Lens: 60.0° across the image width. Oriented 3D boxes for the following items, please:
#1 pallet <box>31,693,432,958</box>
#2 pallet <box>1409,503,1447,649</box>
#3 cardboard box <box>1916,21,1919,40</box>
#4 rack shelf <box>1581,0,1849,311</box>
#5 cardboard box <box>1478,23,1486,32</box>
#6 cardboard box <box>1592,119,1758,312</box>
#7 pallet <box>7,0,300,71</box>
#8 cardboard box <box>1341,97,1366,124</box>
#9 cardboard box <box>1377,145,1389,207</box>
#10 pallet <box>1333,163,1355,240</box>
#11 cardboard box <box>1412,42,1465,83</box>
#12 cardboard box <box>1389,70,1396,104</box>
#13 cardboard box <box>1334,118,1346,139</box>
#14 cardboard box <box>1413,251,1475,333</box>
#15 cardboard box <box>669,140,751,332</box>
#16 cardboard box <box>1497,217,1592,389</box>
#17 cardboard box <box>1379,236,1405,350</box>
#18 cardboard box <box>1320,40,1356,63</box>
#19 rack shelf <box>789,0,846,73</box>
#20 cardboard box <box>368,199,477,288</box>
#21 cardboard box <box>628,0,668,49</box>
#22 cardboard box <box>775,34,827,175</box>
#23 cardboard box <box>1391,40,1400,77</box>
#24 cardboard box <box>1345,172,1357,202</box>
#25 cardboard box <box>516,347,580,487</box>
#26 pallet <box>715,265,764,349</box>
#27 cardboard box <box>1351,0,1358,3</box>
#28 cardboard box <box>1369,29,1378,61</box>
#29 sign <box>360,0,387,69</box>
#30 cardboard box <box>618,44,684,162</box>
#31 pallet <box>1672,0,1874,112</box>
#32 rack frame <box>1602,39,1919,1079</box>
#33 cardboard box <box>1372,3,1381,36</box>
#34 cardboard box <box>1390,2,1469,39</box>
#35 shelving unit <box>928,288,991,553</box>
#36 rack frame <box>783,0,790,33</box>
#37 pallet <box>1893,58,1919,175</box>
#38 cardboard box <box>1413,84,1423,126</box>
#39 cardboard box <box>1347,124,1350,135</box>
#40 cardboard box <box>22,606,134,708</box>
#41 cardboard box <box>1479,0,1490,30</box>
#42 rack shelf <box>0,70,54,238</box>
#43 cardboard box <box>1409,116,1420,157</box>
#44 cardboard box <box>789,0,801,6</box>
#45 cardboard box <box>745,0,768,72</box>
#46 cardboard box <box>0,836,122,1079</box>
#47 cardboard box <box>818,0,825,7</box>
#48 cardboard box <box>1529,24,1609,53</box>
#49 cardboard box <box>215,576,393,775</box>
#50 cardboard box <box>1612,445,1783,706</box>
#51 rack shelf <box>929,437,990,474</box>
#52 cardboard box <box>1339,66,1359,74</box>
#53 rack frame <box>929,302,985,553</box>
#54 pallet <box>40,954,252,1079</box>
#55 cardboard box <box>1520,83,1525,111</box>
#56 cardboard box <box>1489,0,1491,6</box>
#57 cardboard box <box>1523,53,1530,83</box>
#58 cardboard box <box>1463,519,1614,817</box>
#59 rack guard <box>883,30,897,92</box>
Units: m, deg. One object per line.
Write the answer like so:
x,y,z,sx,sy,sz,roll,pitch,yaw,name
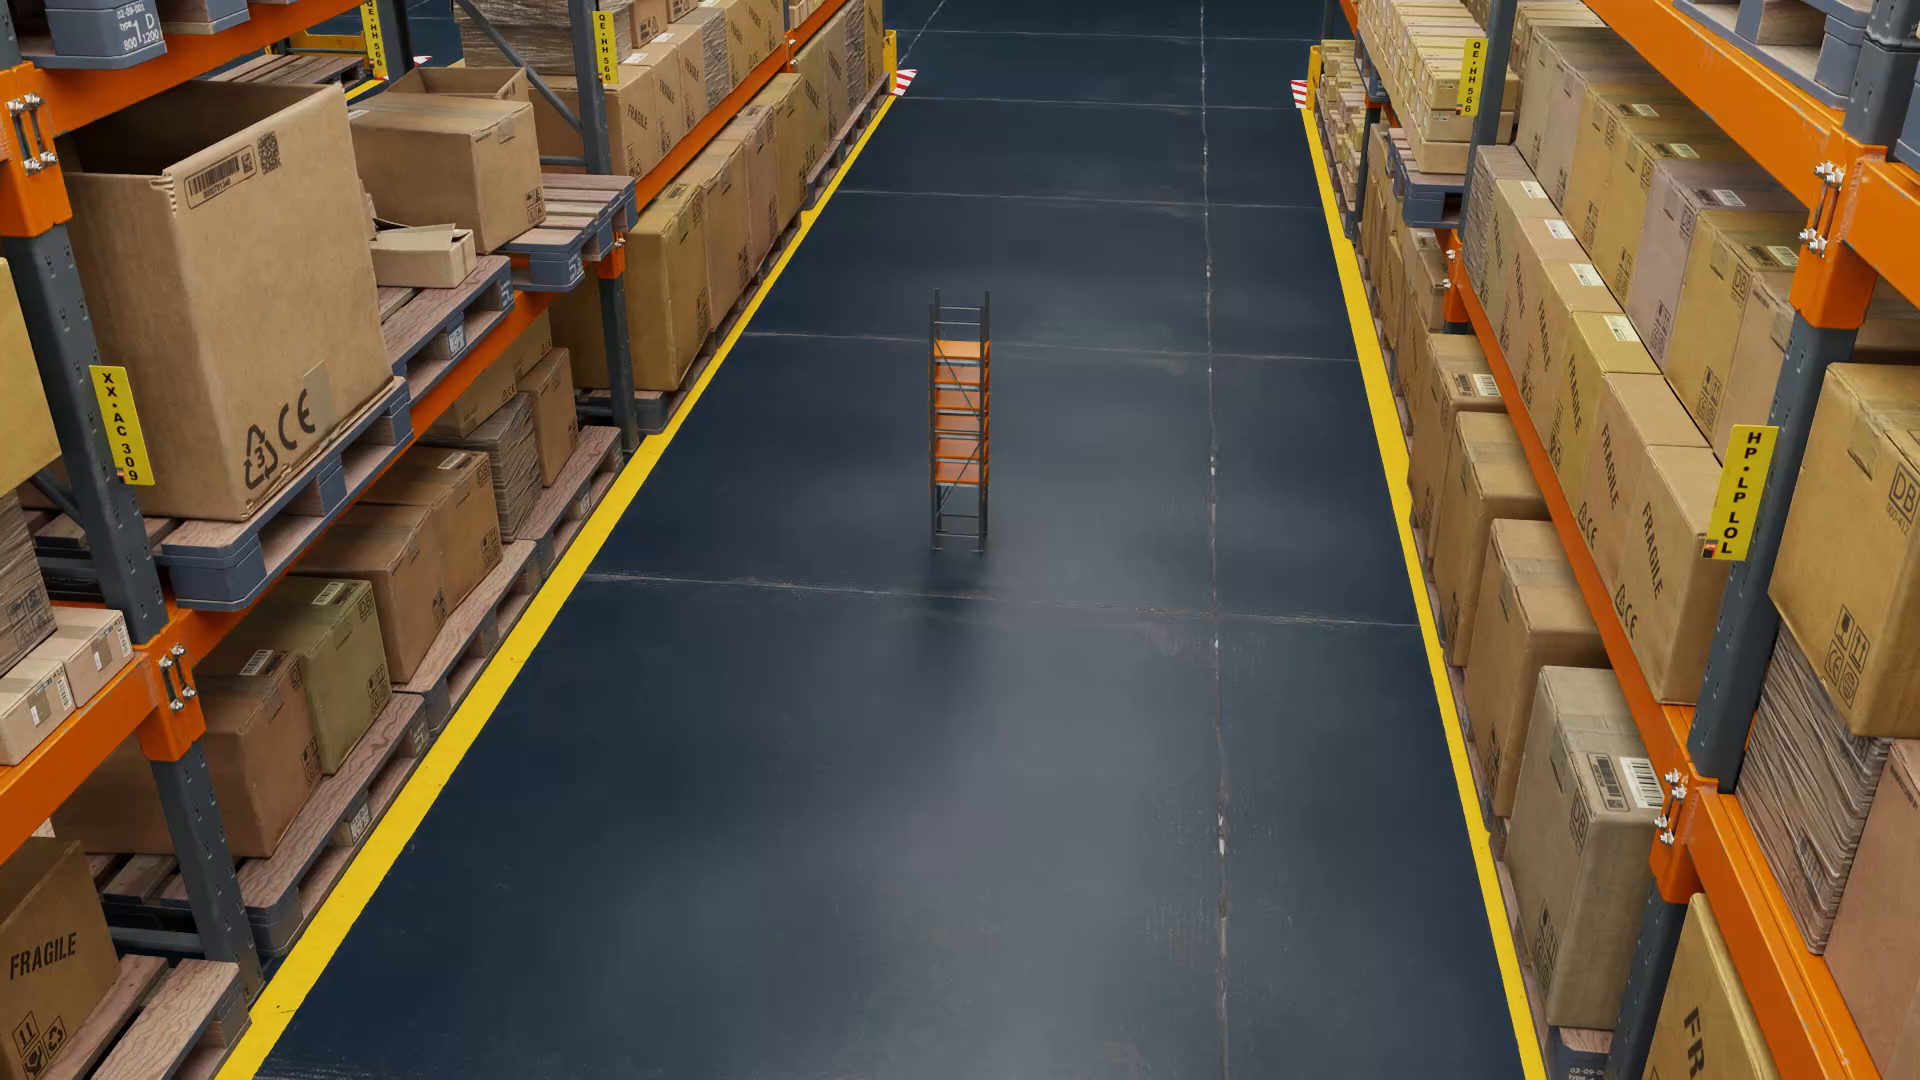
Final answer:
-2.569,0.927,5.807,1.003,0.211,1.213,3,28,6,pallet
2.566,0.113,7.318,1.003,0.211,1.213,3,28,6,pallet
1.865,-0.886,2.786,0.380,0.149,0.250,3,28,5,cardboard box
2.493,-1.544,5.049,1.077,0.370,4.000,3,28,6,rack shelf
3.312,-3.001,9.979,0.380,0.149,0.250,3,28,6,cardboard box
2.489,-1.035,5.348,0.700,0.500,0.500,3,28,6,cardboard box
-2.481,-1.457,4.327,1.213,0.211,1.003,3,28,6,pallet
3.079,-3.229,12.517,0.380,0.149,0.250,2,28,4,cardboard box
2.812,-2.196,10.065,0.500,0.250,0.500,4,29,8,cardboard box
3.275,-2.455,12.084,1.003,0.211,1.213,3,28,6,pallet
2.408,-2.316,8.082,0.380,0.149,0.250,4,29,8,cardboard box
2.504,-2.418,8.898,0.380,0.149,0.250,4,29,8,cardboard box
3.160,-3.220,13.127,0.380,0.149,0.250,3,28,6,cardboard box
2.561,-1.233,8.279,0.500,0.250,0.500,3,28,5,cardboard box
-1.951,-1.810,9.744,1.225,0.875,0.875,3,29,6,cardboard box
2.293,-0.853,6.065,0.500,0.500,0.500,3,28,6,cardboard box
2.675,-1.385,9.351,0.500,0.500,0.500,2,28,4,cardboard box
3.316,-4.212,14.342,0.380,0.149,0.250,2,28,4,cardboard box
-1.437,-4.325,13.374,1.077,0.370,4.000,3,28,6,rack shelf
-2.109,-1.142,6.407,0.396,0.266,0.258,3,28,5,cardboard box
-1.984,-2.953,8.905,0.797,0.503,0.637,4,29,7,cardboard box
-1.522,-3.256,12.428,0.875,0.875,0.875,3,28,6,cardboard box
2.502,-2.553,8.835,0.380,0.149,0.250,4,29,7,cardboard box
2.938,-2.499,11.788,0.380,0.149,0.250,4,29,7,cardboard box
-2.235,-0.594,7.862,0.700,0.500,0.500,2,28,4,cardboard box
-1.849,-1.529,10.366,1.003,0.211,1.213,3,28,6,pallet
3.151,-4.142,12.540,0.380,0.149,0.250,4,29,7,cardboard box
2.628,-2.914,9.818,0.380,0.149,0.250,4,29,7,cardboard box
-2.724,-2.358,7.743,0.100,0.325,0.005,3,28,6,sign
-1.782,-2.317,8.783,0.500,0.500,0.500,3,28,5,cardboard box
2.311,-1.269,3.983,0.805,0.209,1.217,2,28,4,pallet
2.247,0.401,3.842,1.000,3.000,0.127,3,28,6,rack frame
2.631,-3.045,9.748,0.380,0.149,0.250,2,28,4,cardboard box
2.536,-2.806,8.991,0.380,0.149,0.250,4,29,8,cardboard box
-0.002,-0.521,7.453,0.258,1.200,0.189,3,28,6,shelving unit
-1.682,-3.700,11.456,1.000,3.000,0.127,3,28,6,rack frame
2.137,-0.496,2.438,1.003,0.211,1.213,3,28,6,pallet
2.377,-2.071,7.941,0.380,0.149,0.250,4,29,8,cardboard box
3.127,-3.081,12.555,0.380,0.149,0.250,4,29,7,cardboard box
-2.397,0.294,4.306,0.380,0.149,0.250,3,28,6,cardboard box
3.311,-3.130,9.906,0.380,0.149,0.250,5,29,8,cardboard box
-2.908,0.003,2.177,1.077,0.370,4.000,3,28,6,rack shelf
2.374,-1.931,7.995,0.380,0.149,0.250,3,28,6,cardboard box
-1.365,-3.971,11.803,0.500,0.250,0.500,3,28,5,cardboard box
-1.536,-3.276,10.562,0.500,0.500,0.500,4,29,8,cardboard box
-2.751,1.167,4.614,0.500,0.500,0.500,3,28,5,cardboard box
-1.222,-4.081,12.427,0.380,0.149,0.250,3,28,5,cardboard box
3.116,-2.518,8.456,0.380,0.149,0.250,5,29,9,cardboard box
-2.489,0.461,5.903,0.700,0.500,0.500,3,28,6,cardboard box
2.046,0.096,4.303,0.500,0.500,0.500,3,28,6,cardboard box
-0.002,-0.377,7.531,0.258,0.103,0.180,3,28,6,rack shelf
3.252,-3.713,13.414,0.380,0.149,0.250,4,29,8,cardboard box
-0.013,-0.478,7.373,0.240,1.200,0.006,3,28,6,rack frame
-2.710,1.611,4.536,1.003,0.211,1.213,3,28,6,pallet
3.120,-2.261,8.605,0.380,0.149,0.250,4,29,8,cardboard box
3.275,-3.129,9.590,0.380,0.149,0.250,3,28,6,cardboard box
3.119,-2.392,8.536,0.380,0.149,0.250,3,28,6,cardboard box
2.356,0.456,5.671,1.050,0.750,0.750,3,28,6,cardboard box
-1.189,-4.494,15.564,1.175,0.500,0.348,3,28,6,rack guard
